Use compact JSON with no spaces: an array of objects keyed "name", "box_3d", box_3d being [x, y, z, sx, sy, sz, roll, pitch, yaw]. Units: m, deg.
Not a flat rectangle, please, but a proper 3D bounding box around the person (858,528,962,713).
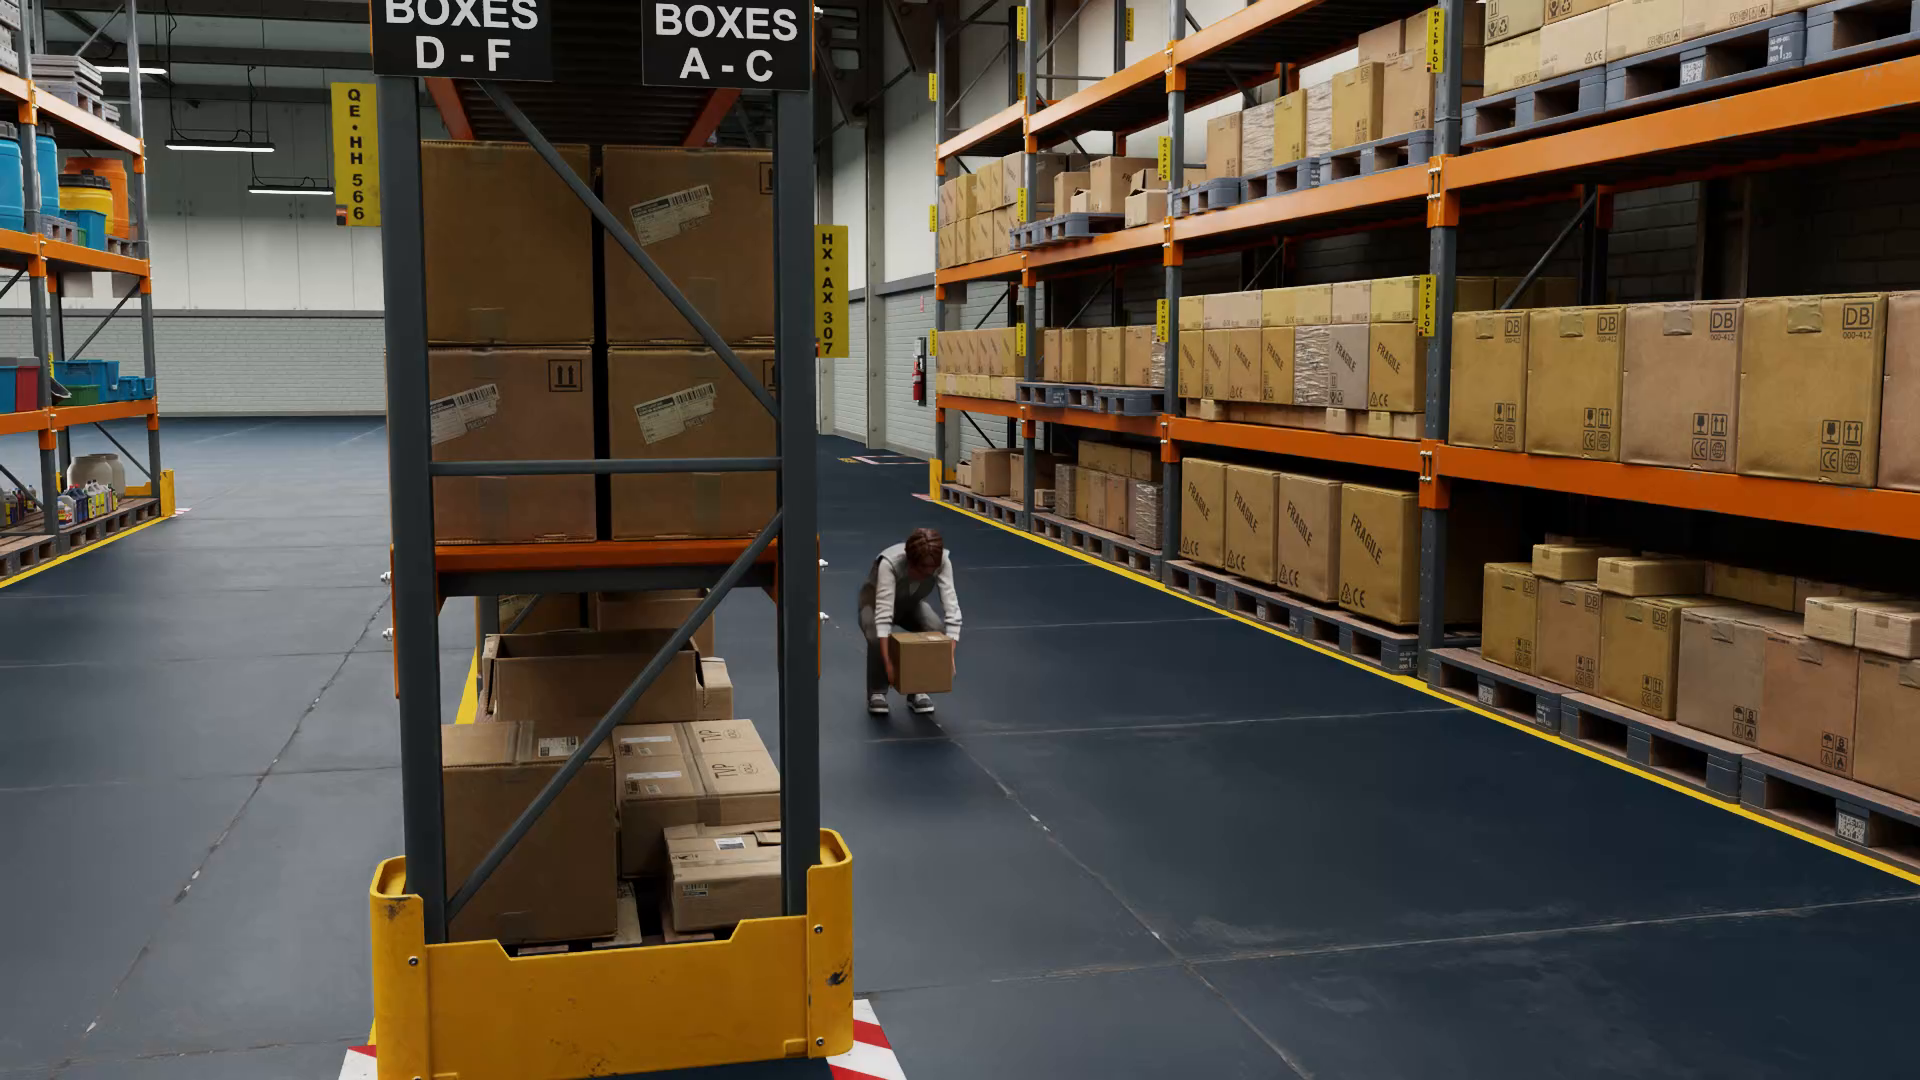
[{"name":"person","box_3d":[-0.261,0.396,8.263,0.451,0.948,0.784,-2,7,-14]}]
